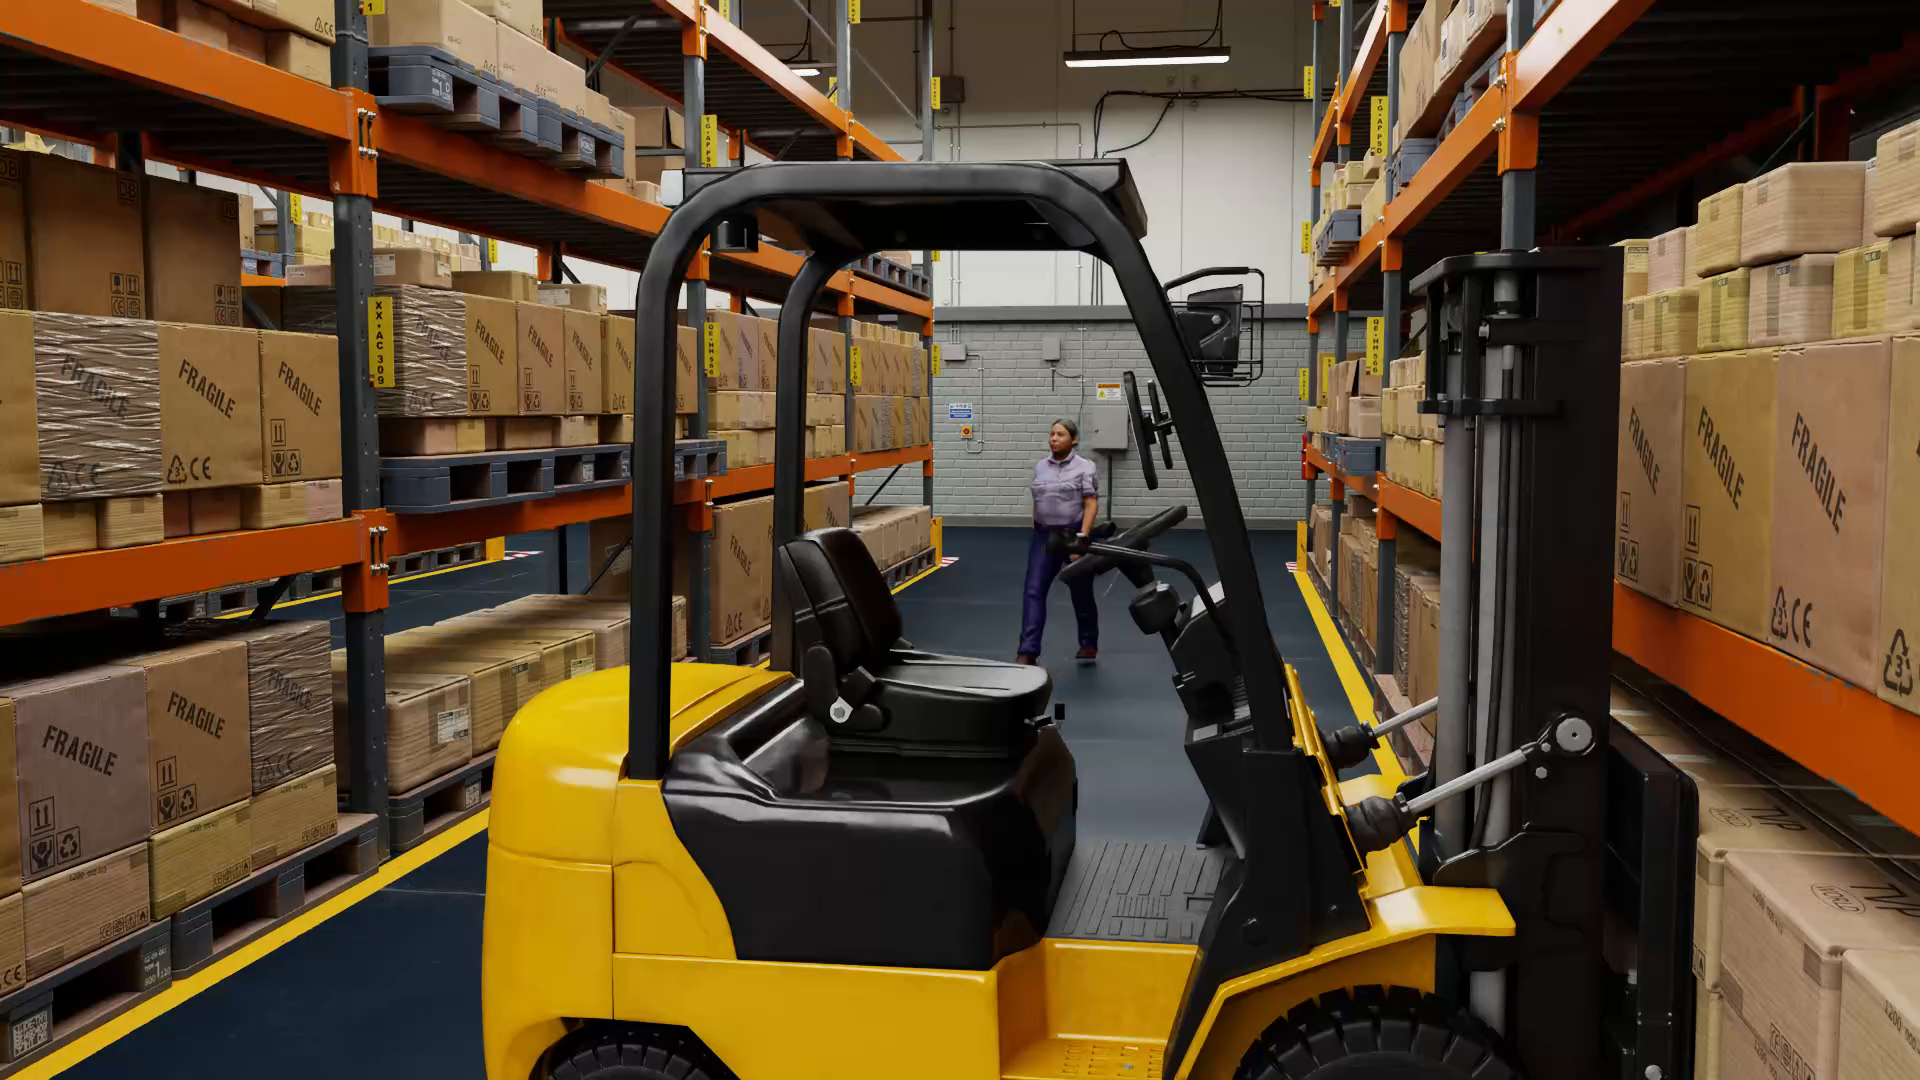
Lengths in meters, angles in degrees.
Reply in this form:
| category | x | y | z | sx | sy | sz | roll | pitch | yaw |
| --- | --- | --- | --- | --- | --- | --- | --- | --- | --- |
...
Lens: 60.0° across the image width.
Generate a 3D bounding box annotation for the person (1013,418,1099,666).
| category | x | y | z | sx | sy | sz | roll | pitch | yaw |
| --- | --- | --- | --- | --- | --- | --- | --- | --- | --- |
| person | 0.639 | 0.014 | 10.636 | 0.493 | 1.586 | 0.997 | 2 | 5 | 24 |
